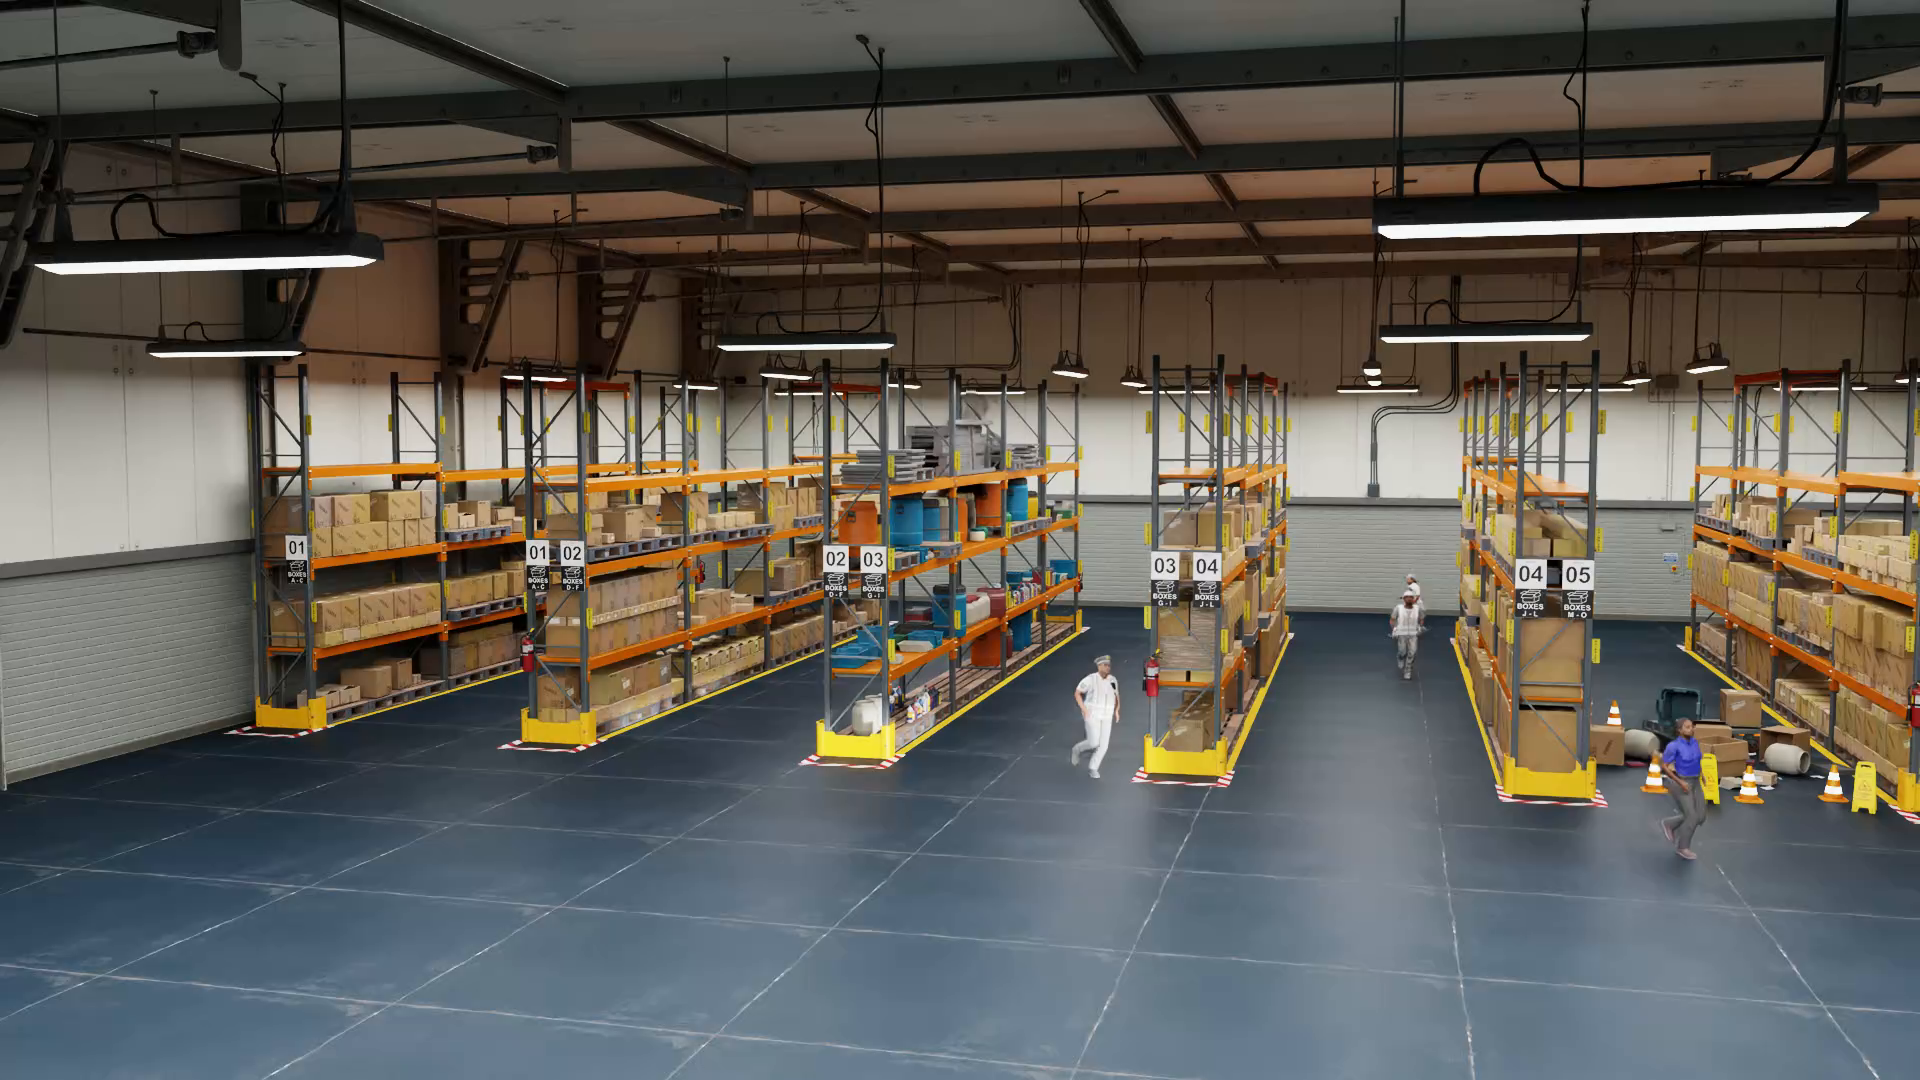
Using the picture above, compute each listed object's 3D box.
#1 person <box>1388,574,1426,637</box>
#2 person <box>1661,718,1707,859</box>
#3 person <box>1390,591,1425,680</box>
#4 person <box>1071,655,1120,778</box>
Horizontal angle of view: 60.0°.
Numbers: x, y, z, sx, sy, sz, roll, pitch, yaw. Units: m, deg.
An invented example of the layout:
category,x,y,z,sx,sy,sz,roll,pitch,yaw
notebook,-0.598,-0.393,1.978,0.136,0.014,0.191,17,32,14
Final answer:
category,x,y,z,sx,sy,sz,roll,pitch,yaw
person,10.592,1.542,39.102,0.804,1.505,0.699,-1,4,-18
person,8.407,2.869,19.381,0.575,1.626,0.533,-2,4,-27
person,8.866,1.868,32.910,0.683,1.735,0.625,1,4,9
person,2.011,2.503,23.842,0.705,1.713,0.667,-2,4,-24
